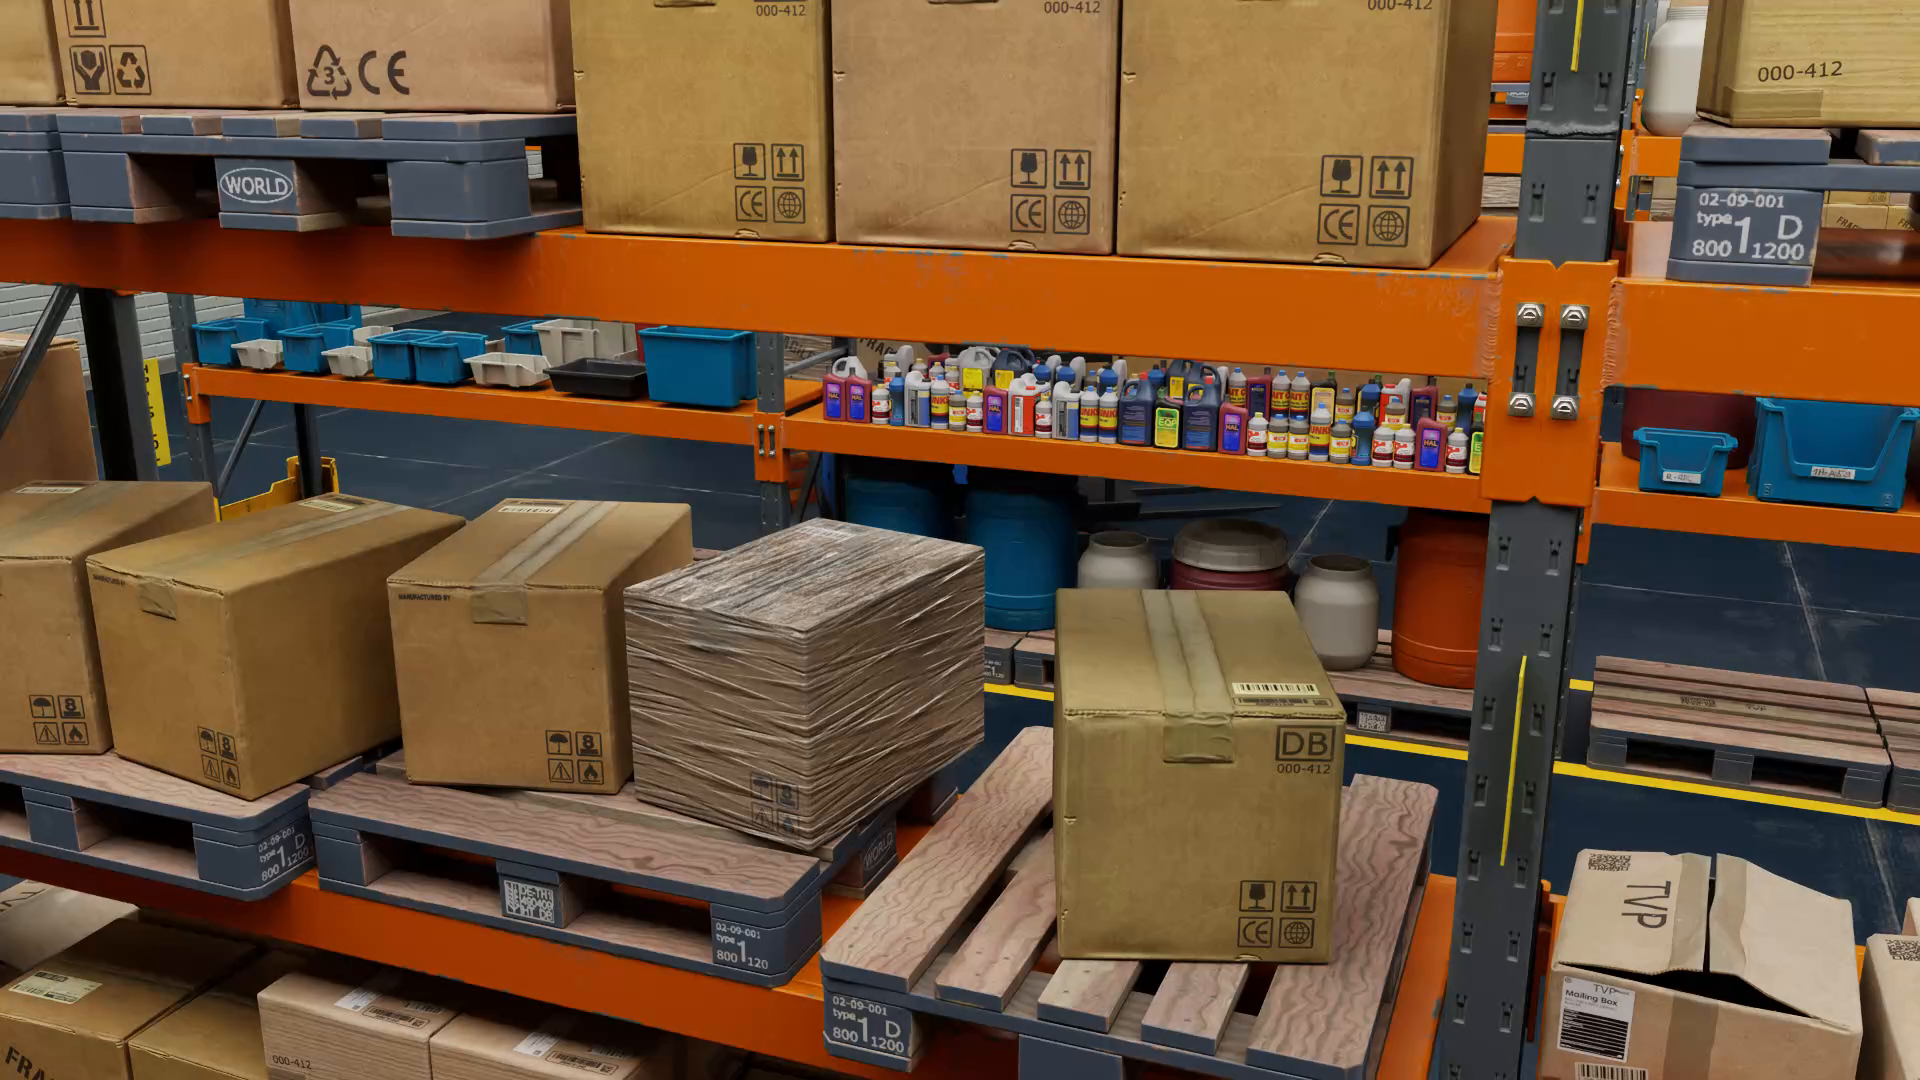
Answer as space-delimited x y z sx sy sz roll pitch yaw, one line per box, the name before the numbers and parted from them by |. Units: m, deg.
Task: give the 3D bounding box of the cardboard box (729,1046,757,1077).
cardboard box | -0.688 1.440 4.528 0.500 0.500 0.500 6 17 19

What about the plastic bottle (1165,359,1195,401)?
plastic bottle | 1.171 -0.820 8.706 0.185 0.351 0.144 6 17 21

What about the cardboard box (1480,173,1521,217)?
cardboard box | 4.036 -2.450 12.253 0.637 0.503 0.797 7 18 23

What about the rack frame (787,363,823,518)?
rack frame | -0.988 -0.551 10.831 0.006 1.200 0.240 -13 18 -6

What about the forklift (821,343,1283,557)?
forklift | 0.621 -1.438 10.870 3.031 2.935 1.130 -3 16 -10

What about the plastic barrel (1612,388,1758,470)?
plastic barrel | 3.435 -0.653 7.798 0.708 0.536 0.600 6 17 21

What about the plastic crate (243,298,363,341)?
plastic crate | -4.169 -1.435 10.564 0.499 0.435 0.616 6 17 21

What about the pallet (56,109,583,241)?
pallet | -1.103 -0.841 3.648 1.003 0.211 1.213 6 17 21

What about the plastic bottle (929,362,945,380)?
plastic bottle | -0.124 -0.879 9.179 0.097 0.201 0.097 0 16 0

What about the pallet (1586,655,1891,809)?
pallet | 3.599 0.872 7.791 1.213 0.211 1.003 6 17 21

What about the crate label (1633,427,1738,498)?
crate label | 3.147 -0.336 7.250 0.416 0.233 0.303 6 17 21

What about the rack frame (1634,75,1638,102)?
rack frame | 4.710 -1.841 12.134 0.127 3.000 1.000 6 17 21

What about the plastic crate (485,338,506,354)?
plastic crate | -2.910 -1.159 10.152 0.250 0.136 0.298 6 17 21

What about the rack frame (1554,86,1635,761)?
rack frame | 2.893 -0.556 7.710 0.127 3.000 1.000 6 17 21

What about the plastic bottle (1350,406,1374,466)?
plastic bottle | 1.863 -0.485 7.696 0.097 0.271 0.097 0 16 0

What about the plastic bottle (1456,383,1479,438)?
plastic bottle | 2.511 -0.642 8.234 0.097 0.271 0.097 0 16 0

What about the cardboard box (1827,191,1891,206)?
cardboard box | 8.462 -3.441 15.674 0.500 0.500 0.700 6 17 20

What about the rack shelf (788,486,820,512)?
rack shelf | -1.026 -0.265 10.908 0.180 0.103 0.258 -13 18 -6

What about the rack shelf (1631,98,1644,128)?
rack shelf | 6.570 -2.731 11.112 4.000 0.370 1.077 6 17 21

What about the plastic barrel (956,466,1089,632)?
plastic barrel | 0.330 -0.027 8.897 0.708 0.901 0.600 6 17 21

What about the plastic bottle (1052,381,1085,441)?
plastic bottle | 0.539 -0.641 8.225 0.135 0.276 0.152 6 17 21

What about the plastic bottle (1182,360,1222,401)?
plastic bottle | 1.241 -0.767 8.523 0.185 0.351 0.144 6 17 21

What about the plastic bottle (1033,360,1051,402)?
plastic bottle | 0.437 -0.824 8.862 0.097 0.271 0.097 0 16 0

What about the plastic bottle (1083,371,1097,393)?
plastic bottle | 0.709 -0.806 8.926 0.097 0.201 0.097 0 16 0

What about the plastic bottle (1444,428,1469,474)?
plastic bottle | 2.259 -0.408 7.556 0.097 0.201 0.097 0 16 0

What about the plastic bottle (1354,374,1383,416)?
plastic bottle | 2.070 -0.701 8.418 0.133 0.283 0.061 6 17 21

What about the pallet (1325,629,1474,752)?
pallet | 2.144 0.713 8.339 1.213 0.211 1.003 6 17 21

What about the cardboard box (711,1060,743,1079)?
cardboard box | -0.856 1.577 4.055 0.500 0.500 0.500 6 17 19

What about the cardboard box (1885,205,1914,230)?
cardboard box | 8.821 -2.843 15.408 0.500 0.500 0.500 6 17 21

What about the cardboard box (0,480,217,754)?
cardboard box | -2.291 0.176 4.256 0.500 0.500 0.700 1 16 2

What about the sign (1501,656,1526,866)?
sign | 0.881 0.352 2.647 0.005 0.325 0.100 6 17 21

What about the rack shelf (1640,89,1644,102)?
rack shelf | 8.484 -4.007 15.507 4.000 0.370 1.077 6 17 21

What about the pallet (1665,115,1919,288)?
pallet | 1.736 -0.576 2.735 1.003 0.211 1.213 7 18 23

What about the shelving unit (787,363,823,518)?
shelving unit | -1.077 -0.531 10.822 0.189 1.200 0.258 -13 18 -6

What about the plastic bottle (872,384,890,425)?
plastic bottle | -0.406 -0.701 8.565 0.097 0.201 0.097 0 16 0

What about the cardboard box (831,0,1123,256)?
cardboard box | 0.179 -0.849 3.157 0.500 0.500 0.910 6 17 21

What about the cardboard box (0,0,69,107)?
cardboard box | -2.208 -1.349 3.947 0.600 0.600 0.600 5 17 15

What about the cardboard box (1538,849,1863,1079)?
cardboard box | 1.394 0.819 3.131 0.500 0.311 0.500 7 18 24

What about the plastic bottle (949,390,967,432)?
plastic bottle | -0.009 -0.658 8.415 0.097 0.201 0.097 0 16 0

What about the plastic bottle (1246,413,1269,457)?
plastic bottle | 1.410 -0.501 7.877 0.097 0.201 0.097 0 16 0

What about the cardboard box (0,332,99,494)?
cardboard box | -2.985 -0.331 4.959 0.500 0.500 0.500 7 18 22

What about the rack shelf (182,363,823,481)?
rack shelf | -2.689 -0.825 9.924 4.000 0.370 1.077 6 17 21

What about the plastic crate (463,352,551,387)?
plastic crate | -2.559 -0.968 9.492 0.466 0.136 0.293 6 17 21

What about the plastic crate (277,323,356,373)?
plastic crate | -3.828 -1.145 9.930 0.300 0.233 0.416 6 17 21

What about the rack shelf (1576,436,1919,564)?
rack shelf | 4.753 -0.006 7.105 4.000 0.370 1.077 6 17 21

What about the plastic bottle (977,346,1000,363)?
plastic bottle | 0.147 -0.933 9.094 0.185 0.351 0.144 6 17 21

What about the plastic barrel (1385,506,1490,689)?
plastic barrel | 2.431 0.239 8.111 0.708 0.830 0.600 6 17 21

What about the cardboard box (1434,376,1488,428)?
cardboard box | 4.076 -1.098 12.634 0.875 0.875 1.225 5 17 18

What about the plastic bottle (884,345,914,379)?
plastic bottle | -0.343 -0.949 9.286 0.135 0.276 0.152 6 17 21

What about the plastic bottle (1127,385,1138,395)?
plastic bottle | 0.871 -0.638 8.220 0.097 0.271 0.097 0 16 0

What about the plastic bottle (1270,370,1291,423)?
plastic bottle | 1.651 -0.736 8.560 0.097 0.271 0.097 0 16 0

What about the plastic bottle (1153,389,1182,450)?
plastic bottle | 1.000 -0.580 8.002 0.133 0.283 0.061 6 17 21

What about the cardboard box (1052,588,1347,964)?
cardboard box | 0.444 0.443 3.334 0.500 0.500 0.700 1 16 2
